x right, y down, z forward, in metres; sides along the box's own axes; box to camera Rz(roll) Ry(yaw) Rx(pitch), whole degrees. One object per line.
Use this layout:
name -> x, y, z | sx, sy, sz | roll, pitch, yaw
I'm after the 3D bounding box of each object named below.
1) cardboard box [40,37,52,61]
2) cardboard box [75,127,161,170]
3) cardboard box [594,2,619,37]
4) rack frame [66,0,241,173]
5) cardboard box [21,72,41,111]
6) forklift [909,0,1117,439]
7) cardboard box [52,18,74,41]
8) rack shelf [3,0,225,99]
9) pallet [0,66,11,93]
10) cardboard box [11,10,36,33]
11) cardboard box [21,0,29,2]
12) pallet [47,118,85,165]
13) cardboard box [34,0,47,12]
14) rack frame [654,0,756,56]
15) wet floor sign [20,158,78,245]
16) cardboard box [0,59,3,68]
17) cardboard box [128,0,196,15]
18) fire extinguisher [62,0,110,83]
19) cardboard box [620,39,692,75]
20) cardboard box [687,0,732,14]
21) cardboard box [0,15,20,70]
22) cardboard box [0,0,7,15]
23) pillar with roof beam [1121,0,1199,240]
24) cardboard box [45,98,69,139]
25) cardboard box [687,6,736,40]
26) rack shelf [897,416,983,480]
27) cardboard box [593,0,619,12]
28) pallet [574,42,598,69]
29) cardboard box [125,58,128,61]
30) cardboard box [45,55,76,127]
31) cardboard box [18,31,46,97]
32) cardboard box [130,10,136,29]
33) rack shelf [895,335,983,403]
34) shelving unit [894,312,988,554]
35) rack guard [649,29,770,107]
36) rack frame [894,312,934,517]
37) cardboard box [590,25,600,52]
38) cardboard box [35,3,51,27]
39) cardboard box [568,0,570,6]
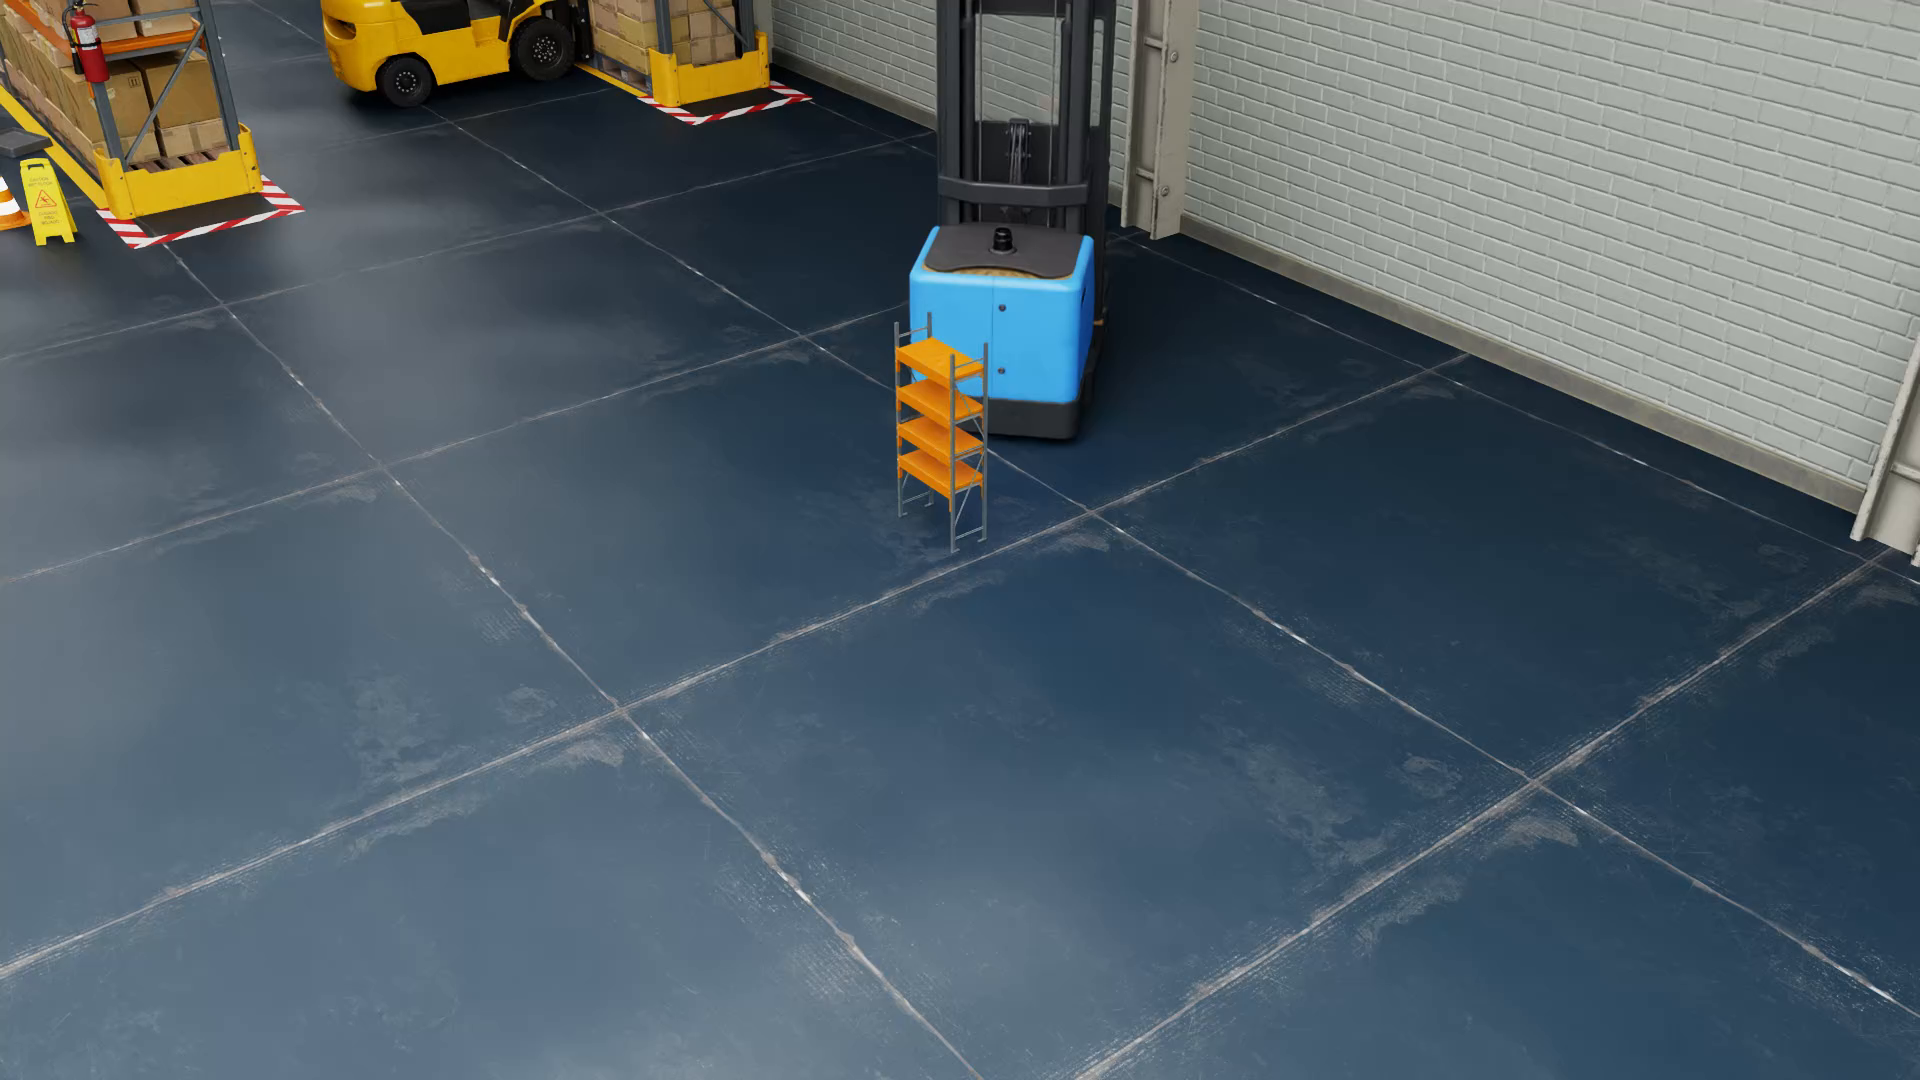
cardboard box -> -7.487, -4.160, 13.987 | 0.380, 0.149, 0.250 | -22, 38, -31
cardboard box -> -7.083, -3.339, 13.991 | 0.500, 0.250, 0.500 | -22, 38, -32
cardboard box -> -3.286, -5.213, 16.535 | 0.500, 0.250, 0.500 | -23, 38, -32
rack frame -> -6.360, -4.069, 12.958 | 1.000, 3.000, 0.127 | -22, 38, -31
cardboard box -> -8.328, -4.194, 15.368 | 0.500, 0.250, 0.500 | -20, 37, -29
forklift -> 0.439, -2.622, 10.694 | 1.130, 2.935, 3.031 | 5, 32, 8
cardboard box -> -7.001, -4.118, 13.276 | 0.380, 0.149, 0.250 | -23, 38, -32
rack shelf -> -7.586, -4.597, 14.490 | 1.077, 0.370, 4.000 | -22, 38, -31
pallet -> -9.291, -4.875, 16.899 | 1.003, 0.211, 1.213 | -22, 38, -31
cardboard box -> -8.151, -4.610, 14.713 | 0.380, 0.149, 0.250 | -20, 37, -29
cardboard box -> -7.919, -4.762, 14.312 | 0.380, 0.149, 0.250 | -22, 38, -32
pallet -> -7.621, -3.774, 15.126 | 1.003, 0.211, 1.213 | -22, 38, -31
cardboard box -> -7.214, -4.585, 13.412 | 0.500, 0.500, 0.500 | -22, 38, -31
rack frame -> -2.441, -5.676, 15.546 | 1.000, 3.000, 0.127 | -22, 38, -31
wet floor sign -> -7.088, -2.643, 12.894 | 0.267, 0.644, 0.232 | -10, 33, -15
cardboard box -> -9.136, -5.016, 16.575 | 0.950, 0.372, 0.625 | -22, 38, -31
cardboard box -> -6.431, -4.525, 13.315 | 0.500, 0.500, 0.500 | -23, 39, -32
fire extinguisher -> -6.654, -3.839, 12.661 | 0.296, 0.674, 0.183 | -22, 38, -31
cardboard box -> -2.979, -4.780, 16.311 | 0.500, 0.250, 0.500 | -22, 38, -31
cardboard box -> -2.586, -5.373, 16.318 | 0.500, 0.250, 0.500 | -23, 39, -32
cardboard box -> -8.664, -4.731, 15.522 | 0.500, 0.500, 0.500 | -20, 37, -29
cardboard box -> -8.635, -4.935, 15.236 | 0.380, 0.149, 0.250 | -22, 38, -31
pillar with roof beam -> -1.877, -4.913, 8.631 | 9.100, 9.000, 0.400 | -22, 38, -31
cardboard box -> -7.705, -3.764, 14.675 | 0.500, 0.250, 0.500 | -24, 39, -33
cardboard box -> -2.565, -5.162, 16.452 | 0.500, 0.250, 0.500 | -21, 38, -31
rack shelf -> -0.102, -0.522, 9.080 | 0.258, 0.148, 0.480 | -22, 38, -31
cardboard box -> -3.288, -5.413, 16.383 | 0.500, 0.250, 0.500 | -22, 38, -31
pallet -> -3.687, -5.305, 17.591 | 1.003, 0.211, 1.213 | -22, 38, -31
cardboard box -> -6.975, -4.049, 14.424 | 0.500, 0.500, 0.500 | -24, 39, -33
cardboard box -> -7.380, -3.863, 14.125 | 0.500, 0.500, 0.500 | -21, 37, -30
cardboard box -> -8.010, -4.295, 14.820 | 0.500, 0.500, 0.500 | -20, 37, -29
cardboard box -> -6.571, -4.271, 13.522 | 0.380, 0.149, 0.250 | -22, 38, -31
rack shelf -> -0.102, -0.912, 8.837 | 0.258, 0.148, 0.480 | -22, 38, -31
shelving unit -> -0.102, -0.579, 9.044 | 0.258, 1.200, 0.503 | -22, 38, -31
rack guard -> -2.426, -4.604, 16.189 | 1.175, 0.500, 0.348 | -22, 38, -31
rack frame -> -0.251, -0.680, 9.208 | 0.240, 1.200, 0.015 | -22, 38, -31
cardboard box -> -3.576, -5.202, 16.990 | 0.500, 0.250, 0.500 | -22, 38, -31
cardboard box -> -7.323, -4.329, 13.616 | 0.380, 0.149, 0.250 | -22, 38, -31
cardboard box -> -3.923, -5.631, 17.208 | 0.500, 0.250, 0.500 | -22, 38, -32
